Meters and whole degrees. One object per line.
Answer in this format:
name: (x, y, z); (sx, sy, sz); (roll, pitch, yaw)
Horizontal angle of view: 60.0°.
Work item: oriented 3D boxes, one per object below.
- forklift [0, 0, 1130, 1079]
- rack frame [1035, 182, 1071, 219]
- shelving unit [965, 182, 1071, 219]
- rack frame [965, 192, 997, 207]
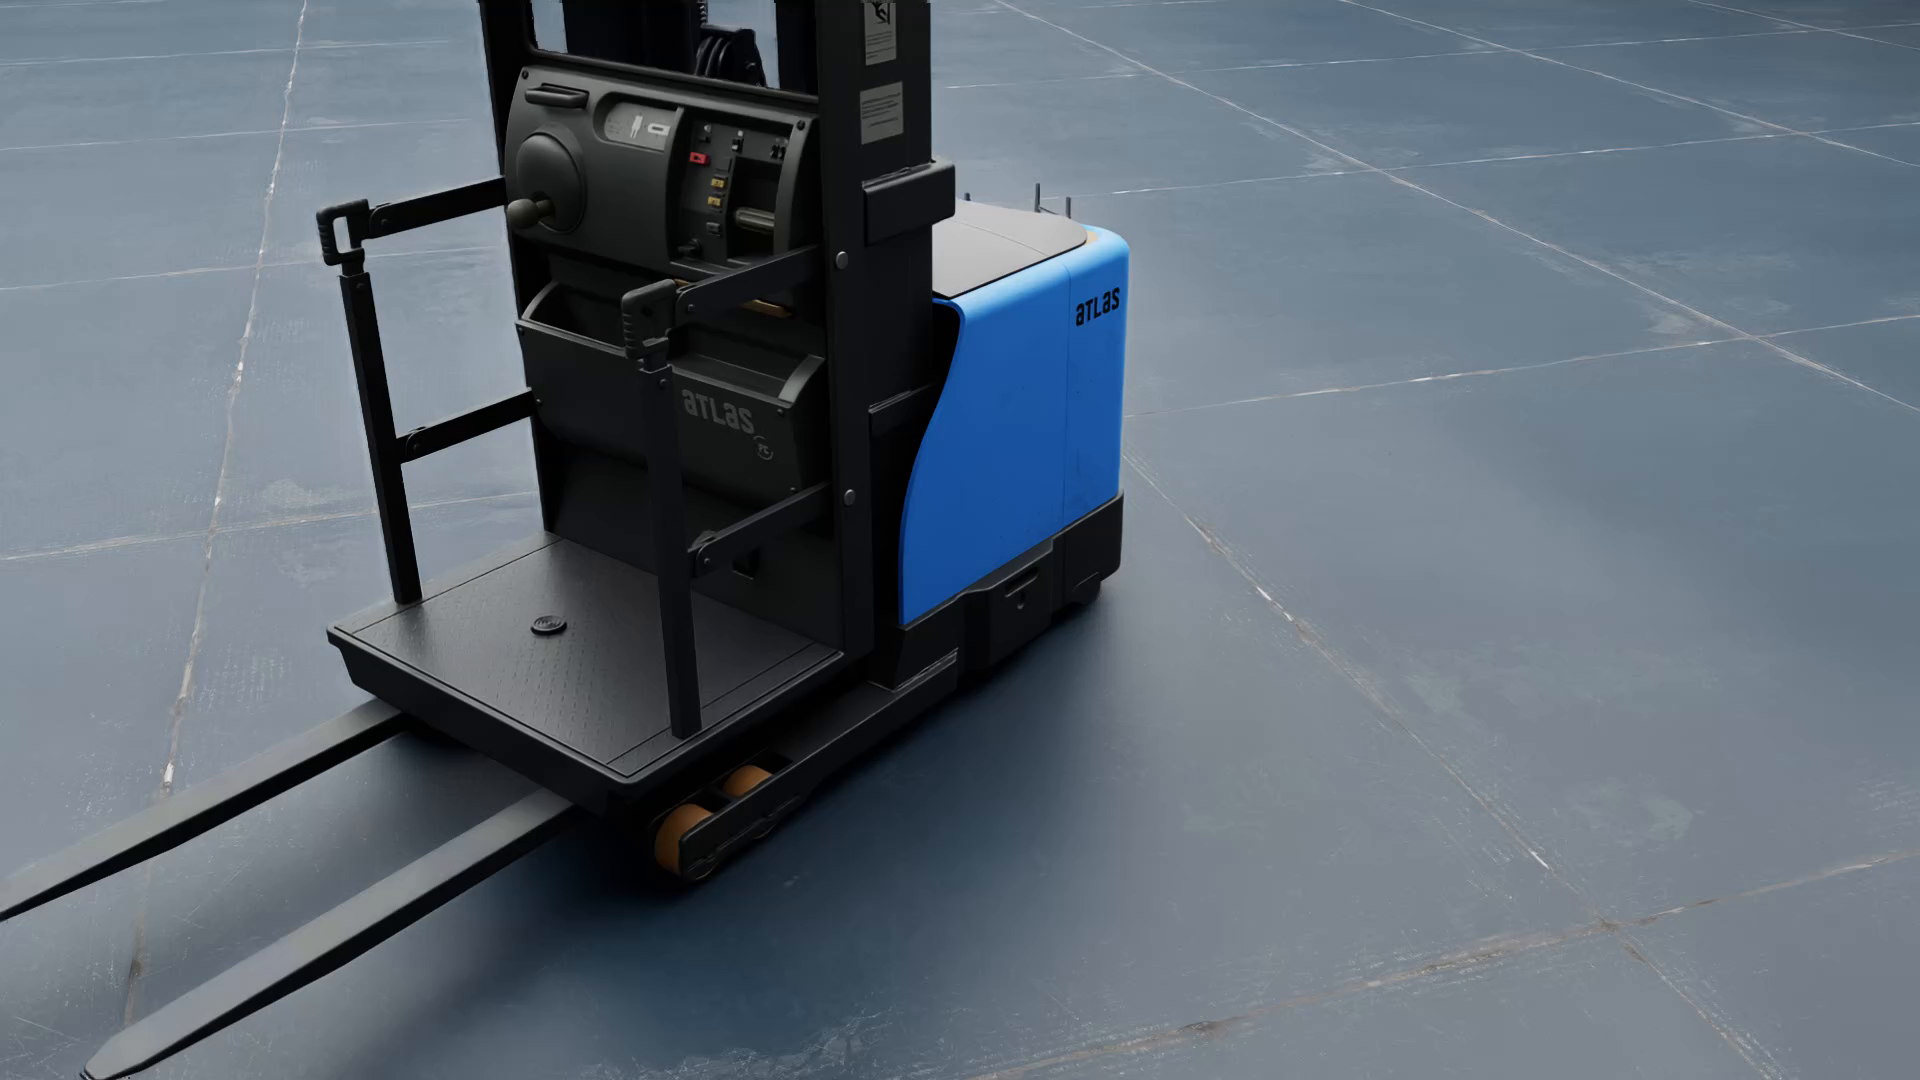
forklift: (-0.821, -0.801, 3.567); (1.130, 2.935, 3.031); (19, 32, 33)
rack frame: (0.280, -0.586, 5.249); (0.008, 1.050, 0.200); (-13, 29, -25)
shelving unit: (0.172, -0.561, 5.198); (0.252, 1.050, 0.215); (-13, 29, -25)
rack frame: (0.064, -0.535, 5.147); (0.008, 1.050, 0.200); (-13, 29, -25)
